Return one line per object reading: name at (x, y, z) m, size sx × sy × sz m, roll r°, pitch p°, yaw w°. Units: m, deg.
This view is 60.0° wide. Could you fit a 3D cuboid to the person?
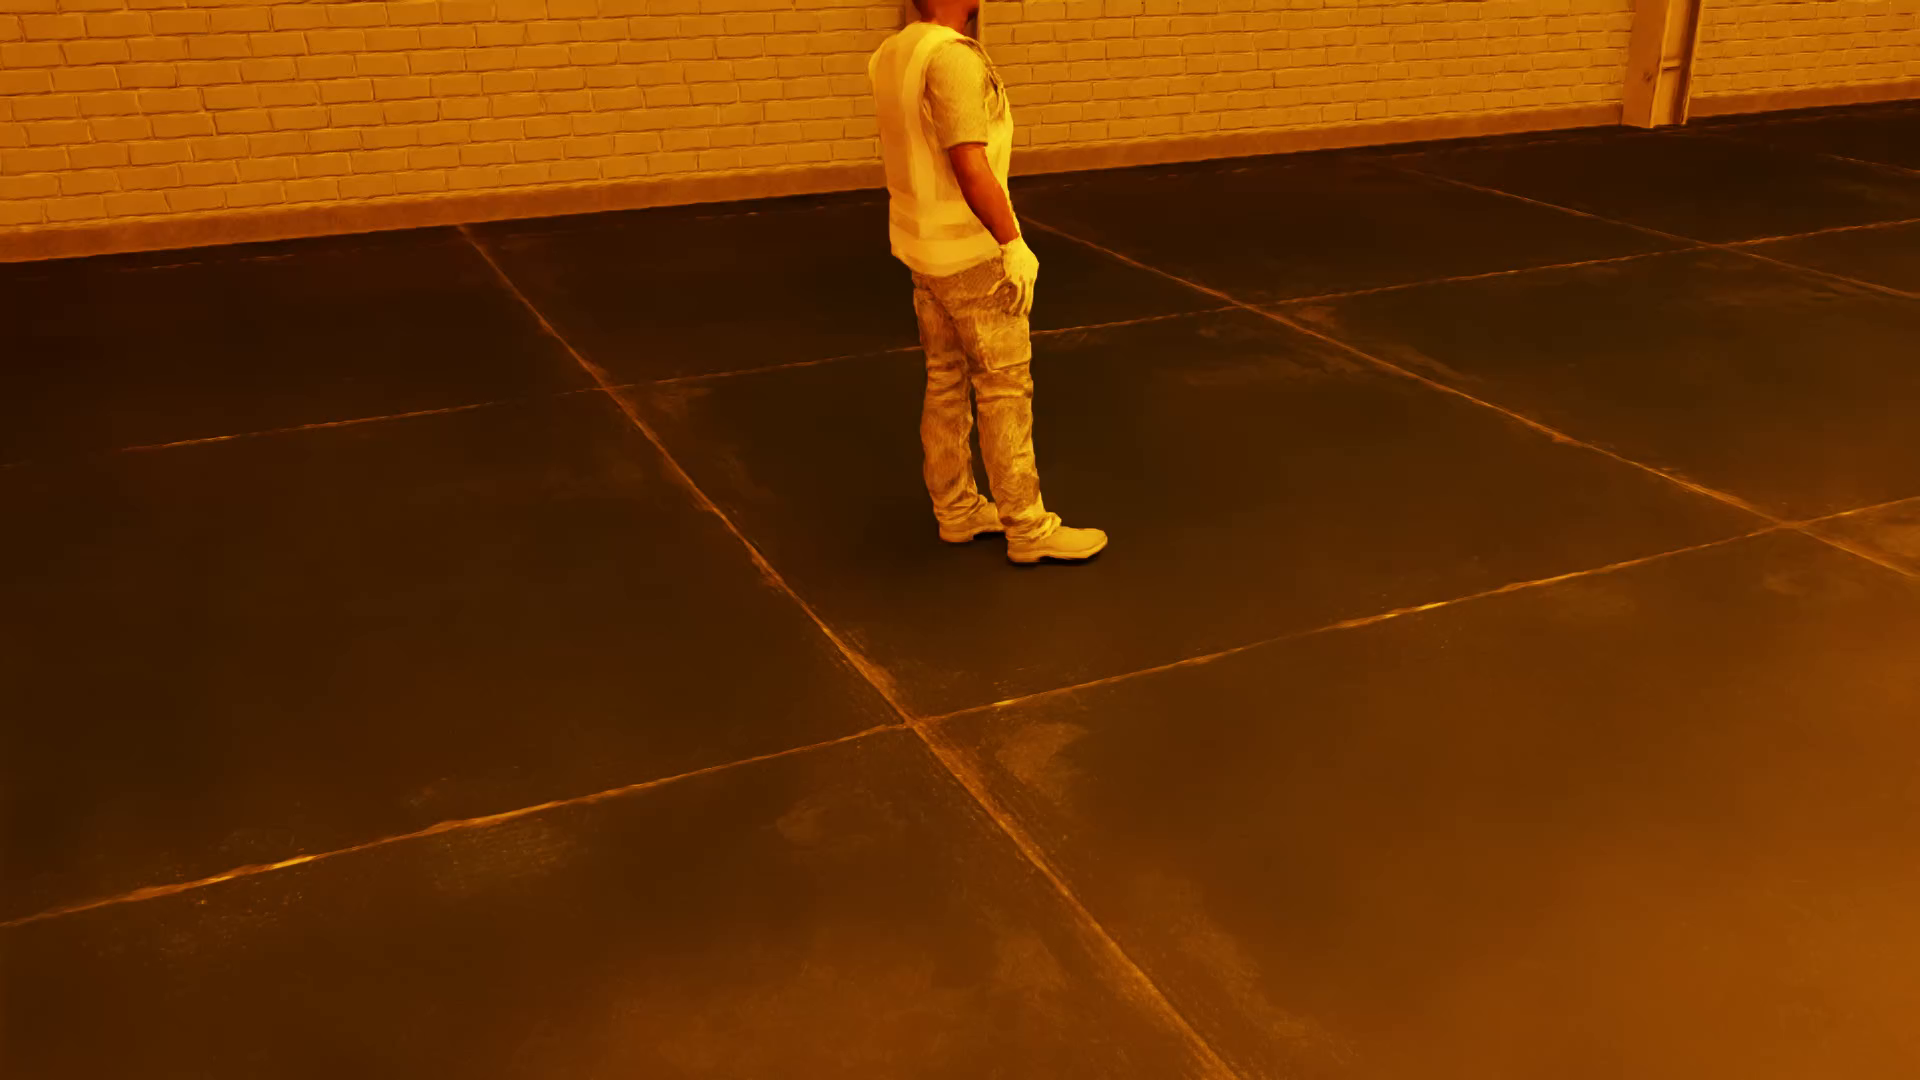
person at (0.069, -0.839, 4.784) m, size 0.576 × 1.782 × 0.655 m, roll -10°, pitch 25°, yaw -23°
